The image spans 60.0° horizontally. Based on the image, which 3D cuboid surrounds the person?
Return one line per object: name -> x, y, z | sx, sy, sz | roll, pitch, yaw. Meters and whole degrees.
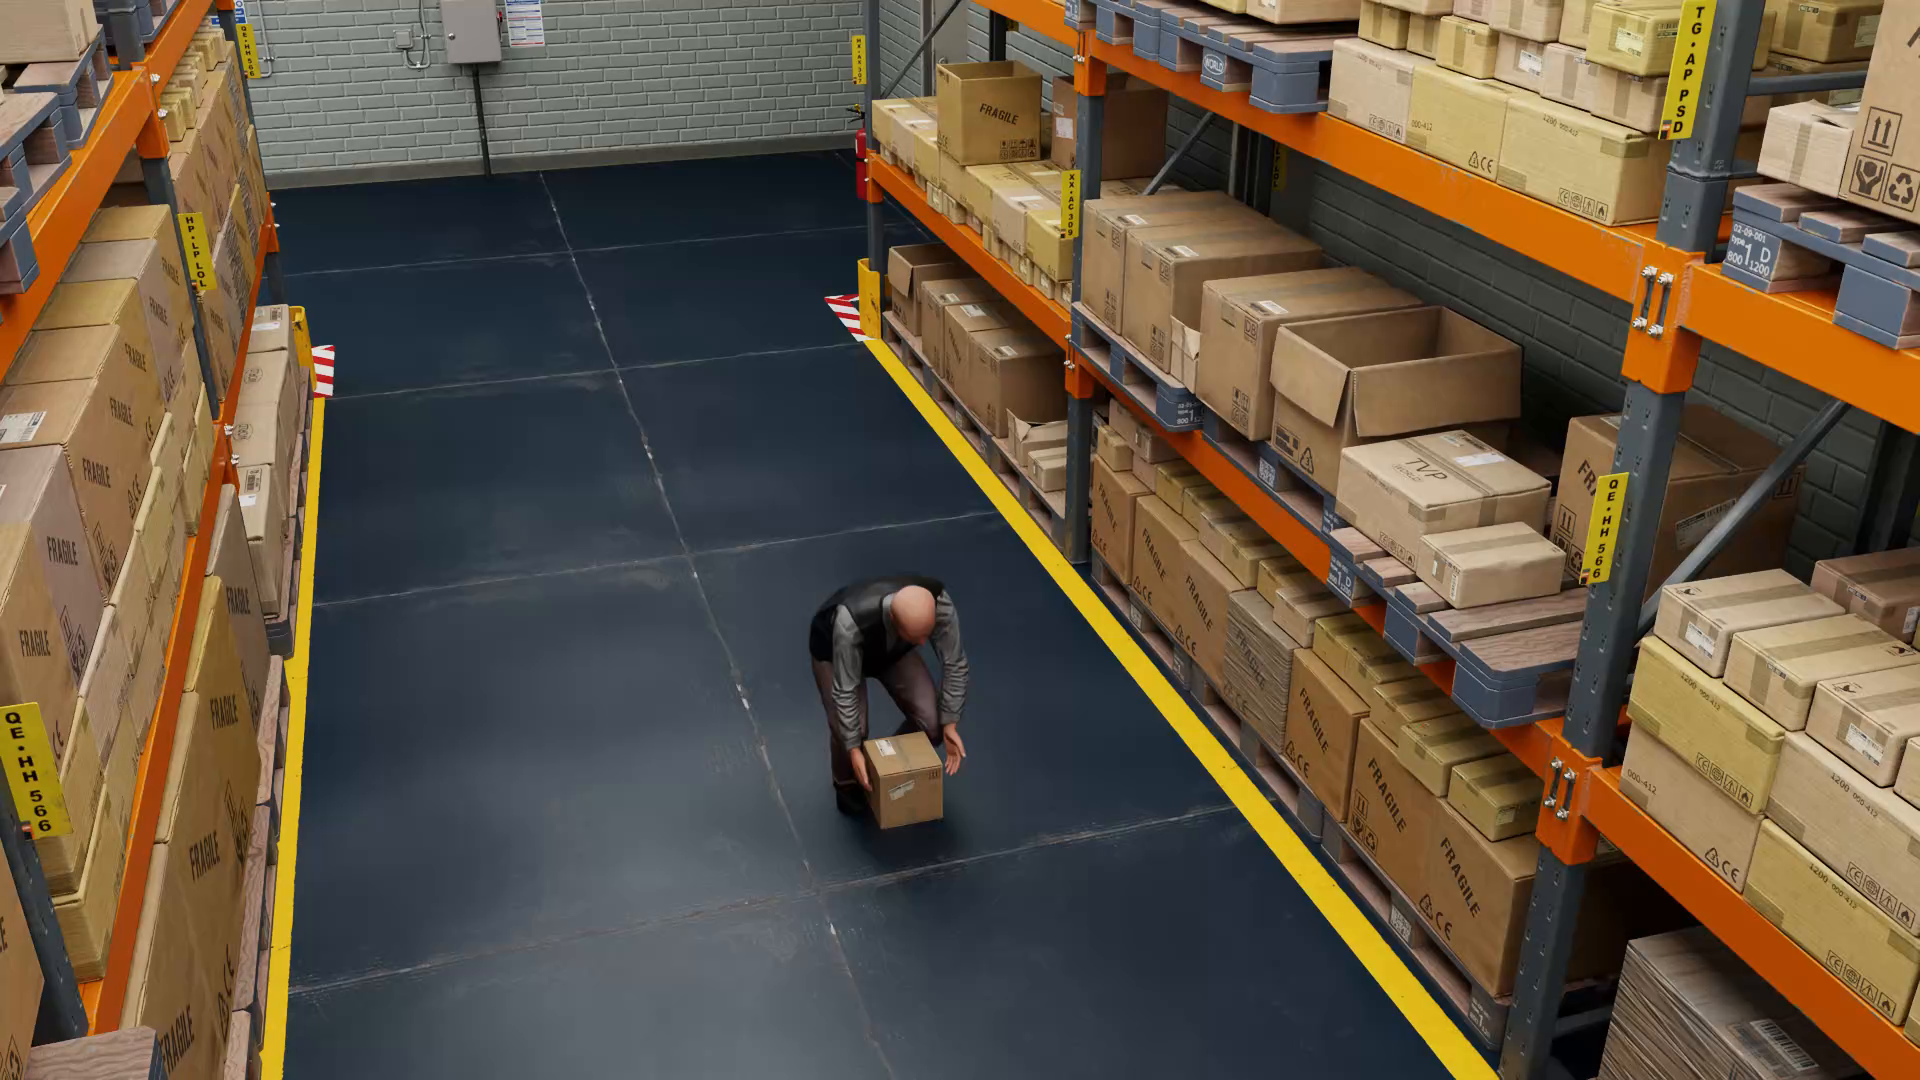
person -> -0.287, 0.557, 6.685 | 0.566, 1.128, 0.819 | -8, 27, -16
